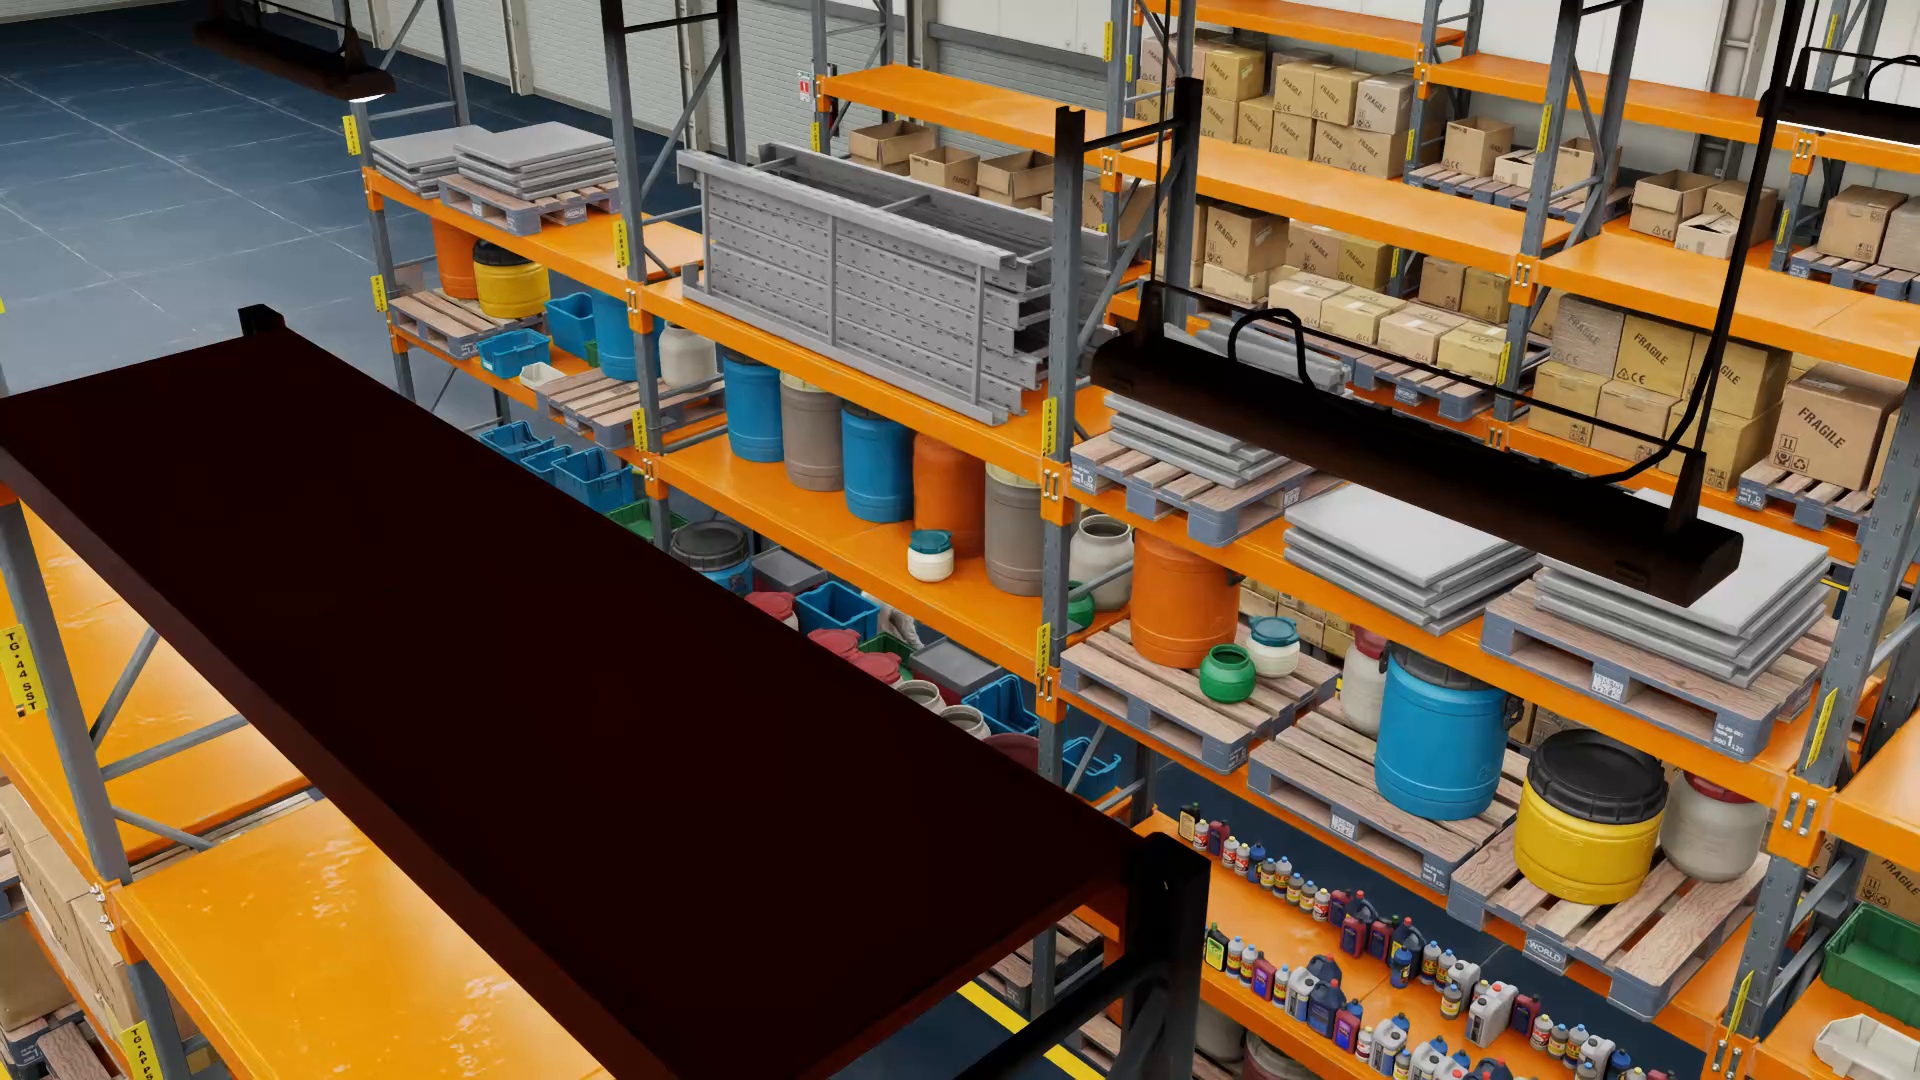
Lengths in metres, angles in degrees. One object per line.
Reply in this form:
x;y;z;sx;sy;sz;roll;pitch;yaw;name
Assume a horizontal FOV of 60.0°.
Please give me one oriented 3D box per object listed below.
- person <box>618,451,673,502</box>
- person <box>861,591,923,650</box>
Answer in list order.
-3.022;-0.709;16.356;0.667;1.742;0.630;15;32;26;person
-0.472;0.873;13.370;1.037;1.706;0.569;-20;34;-32;person
